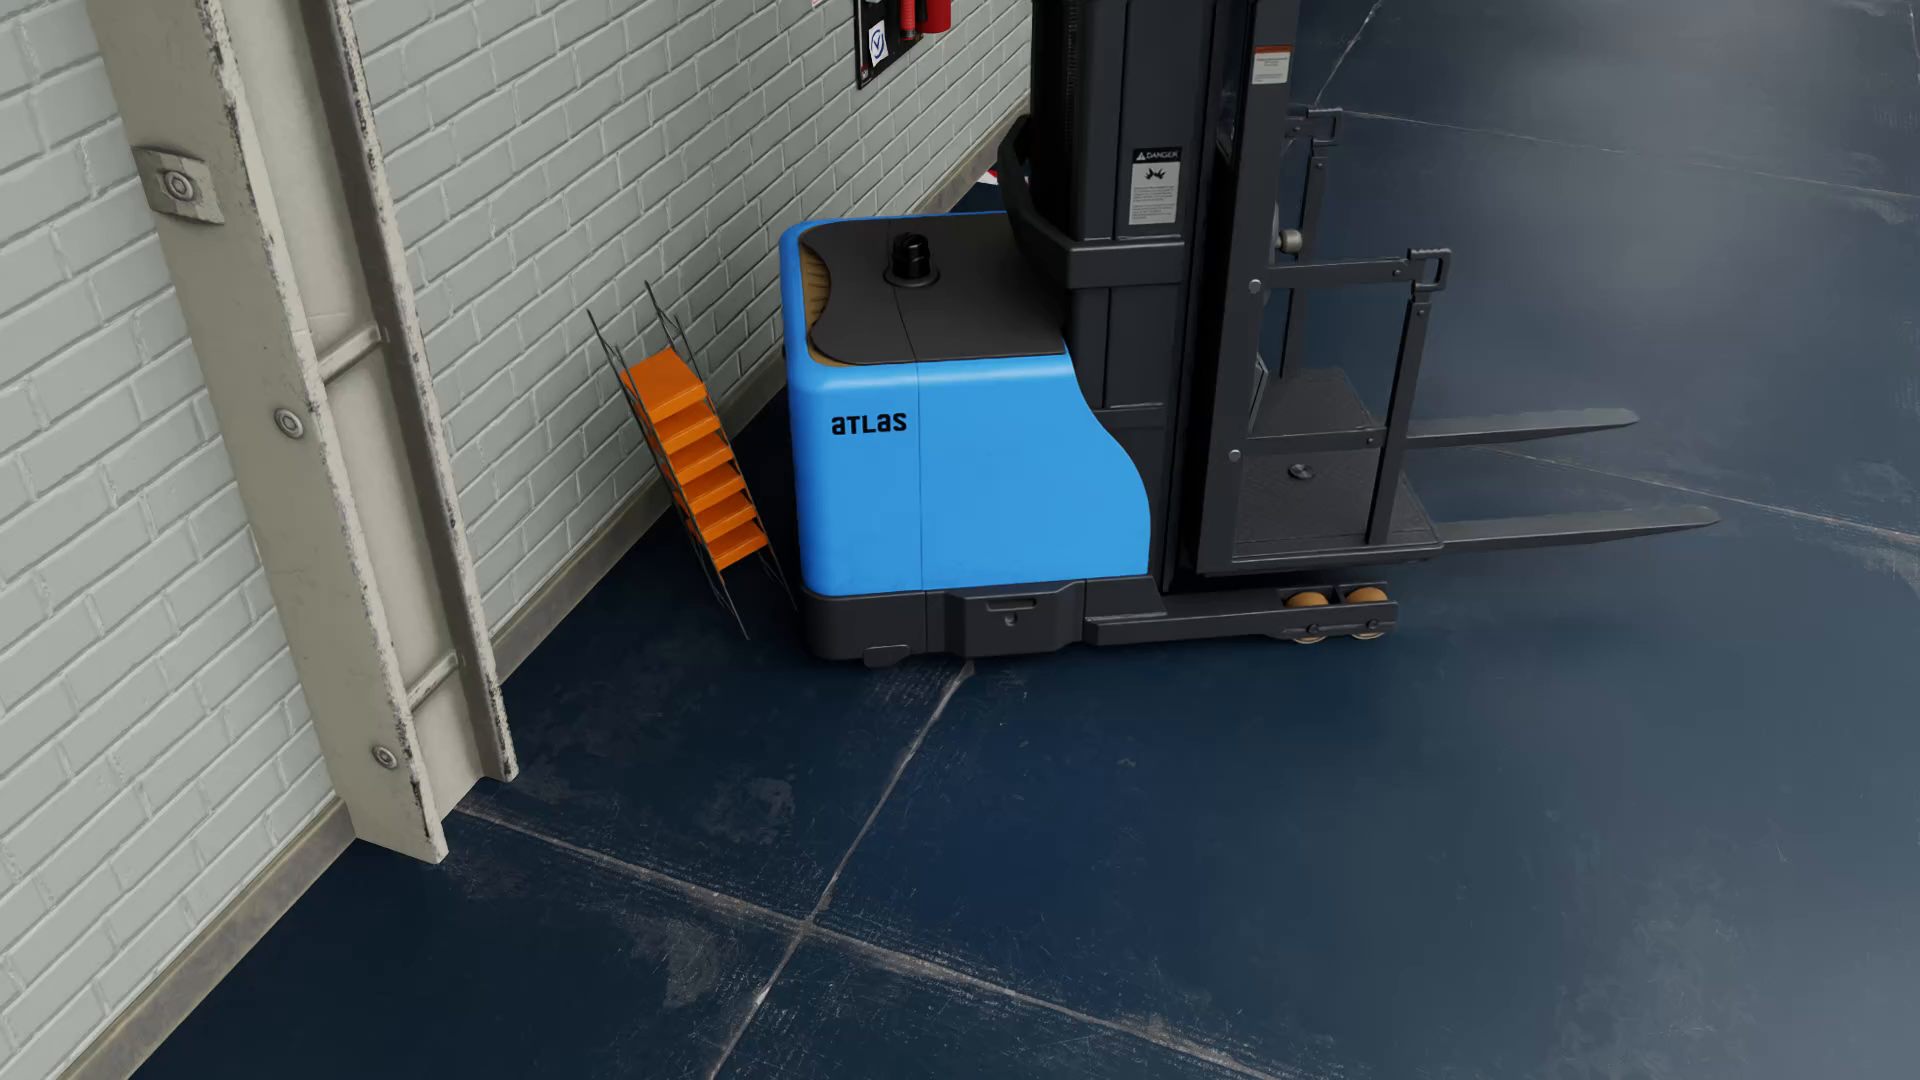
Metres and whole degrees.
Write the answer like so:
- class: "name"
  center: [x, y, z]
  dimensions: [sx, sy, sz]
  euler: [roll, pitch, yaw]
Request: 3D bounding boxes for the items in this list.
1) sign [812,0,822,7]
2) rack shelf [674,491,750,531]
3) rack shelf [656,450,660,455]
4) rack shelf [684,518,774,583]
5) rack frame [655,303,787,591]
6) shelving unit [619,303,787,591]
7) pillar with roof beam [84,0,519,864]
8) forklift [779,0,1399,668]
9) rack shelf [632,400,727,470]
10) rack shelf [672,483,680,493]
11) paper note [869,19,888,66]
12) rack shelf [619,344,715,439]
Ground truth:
- class: "sign"
  center: [7.911, -5.353, 10.324]
  dimensions: [11.513, 0.391, 16.451]
  euler: [14, 39, 18]
- class: "rack shelf"
  center: [-0.758, -0.112, 5.111]
  dimensions: [0.171, 0.034, 0.221]
  euler: [-30, 44, -14]
- class: "rack shelf"
  center: [-0.807, -0.276, 4.953]
  dimensions: [0.166, 0.020, 0.199]
  euler: [-30, 44, -14]
- class: "rack shelf"
  center: [-0.727, -0.009, 5.211]
  dimensions: [0.180, 0.103, 0.258]
  euler: [-30, 44, -14]
- class: "rack frame"
  center: [-0.709, -0.253, 5.040]
  dimensions: [0.002, 1.046, 0.228]
  euler: [-30, 44, -14]
- class: "shelving unit"
  center: [-0.785, -0.210, 5.018]
  dimensions: [0.183, 1.046, 0.258]
  euler: [-30, 44, -14]
- class: "pillar with roof beam"
  center: [2.481, -1.878, 0.746]
  dimensions: [9.100, 9.000, 0.400]
  euler: [14, 39, 18]
- class: "forklift"
  center: [0.964, -1.155, 4.847]
  dimensions: [3.031, 2.935, 1.130]
  euler: [-4, 37, -5]
- class: "rack shelf"
  center: [-0.828, -0.347, 4.885]
  dimensions: [0.180, 0.103, 0.258]
  euler: [-30, 44, -14]
- class: "rack shelf"
  center: [-0.781, -0.192, 5.035]
  dimensions: [0.166, 0.020, 0.199]
  euler: [-30, 44, -14]
- class: "paper note"
  center: [-0.324, -1.983, 6.633]
  dimensions: [0.016, 0.148, 0.142]
  euler: [14, 39, 18]
- class: "rack shelf"
  center: [-0.853, -0.431, 4.804]
  dimensions: [0.180, 0.103, 0.258]
  euler: [-30, 44, -14]
